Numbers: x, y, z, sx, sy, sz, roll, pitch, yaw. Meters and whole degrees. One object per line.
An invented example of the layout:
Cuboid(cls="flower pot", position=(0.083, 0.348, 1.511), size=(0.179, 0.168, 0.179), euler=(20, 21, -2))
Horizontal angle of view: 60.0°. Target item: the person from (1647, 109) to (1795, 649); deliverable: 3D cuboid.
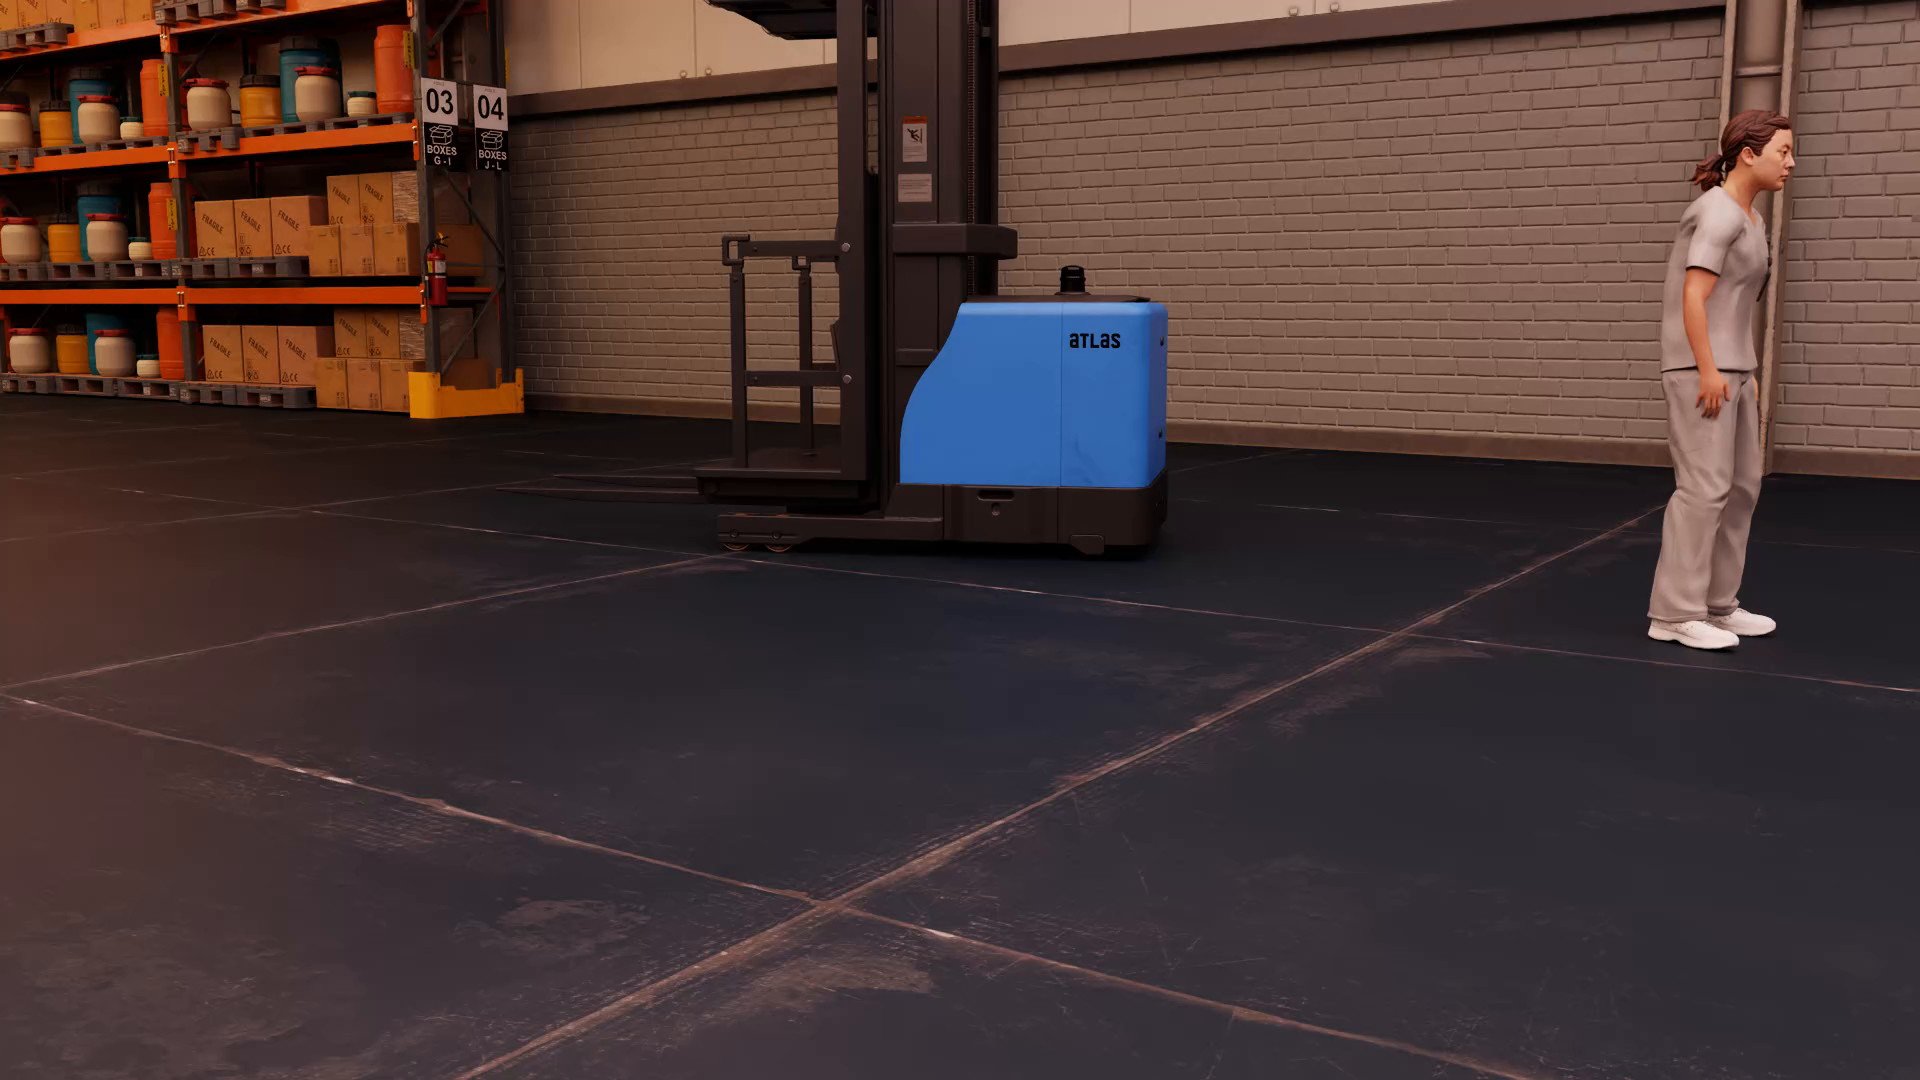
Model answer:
Cuboid(cls="person", position=(2.425, -0.516, 5.296), size=(0.364, 1.671, 0.514), euler=(7, 11, 40))

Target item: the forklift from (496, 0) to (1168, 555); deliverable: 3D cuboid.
Cuboid(cls="forklift", position=(-0.596, -1.469, 7.520), size=(3.031, 2.935, 1.130), euler=(2, 8, 12))
